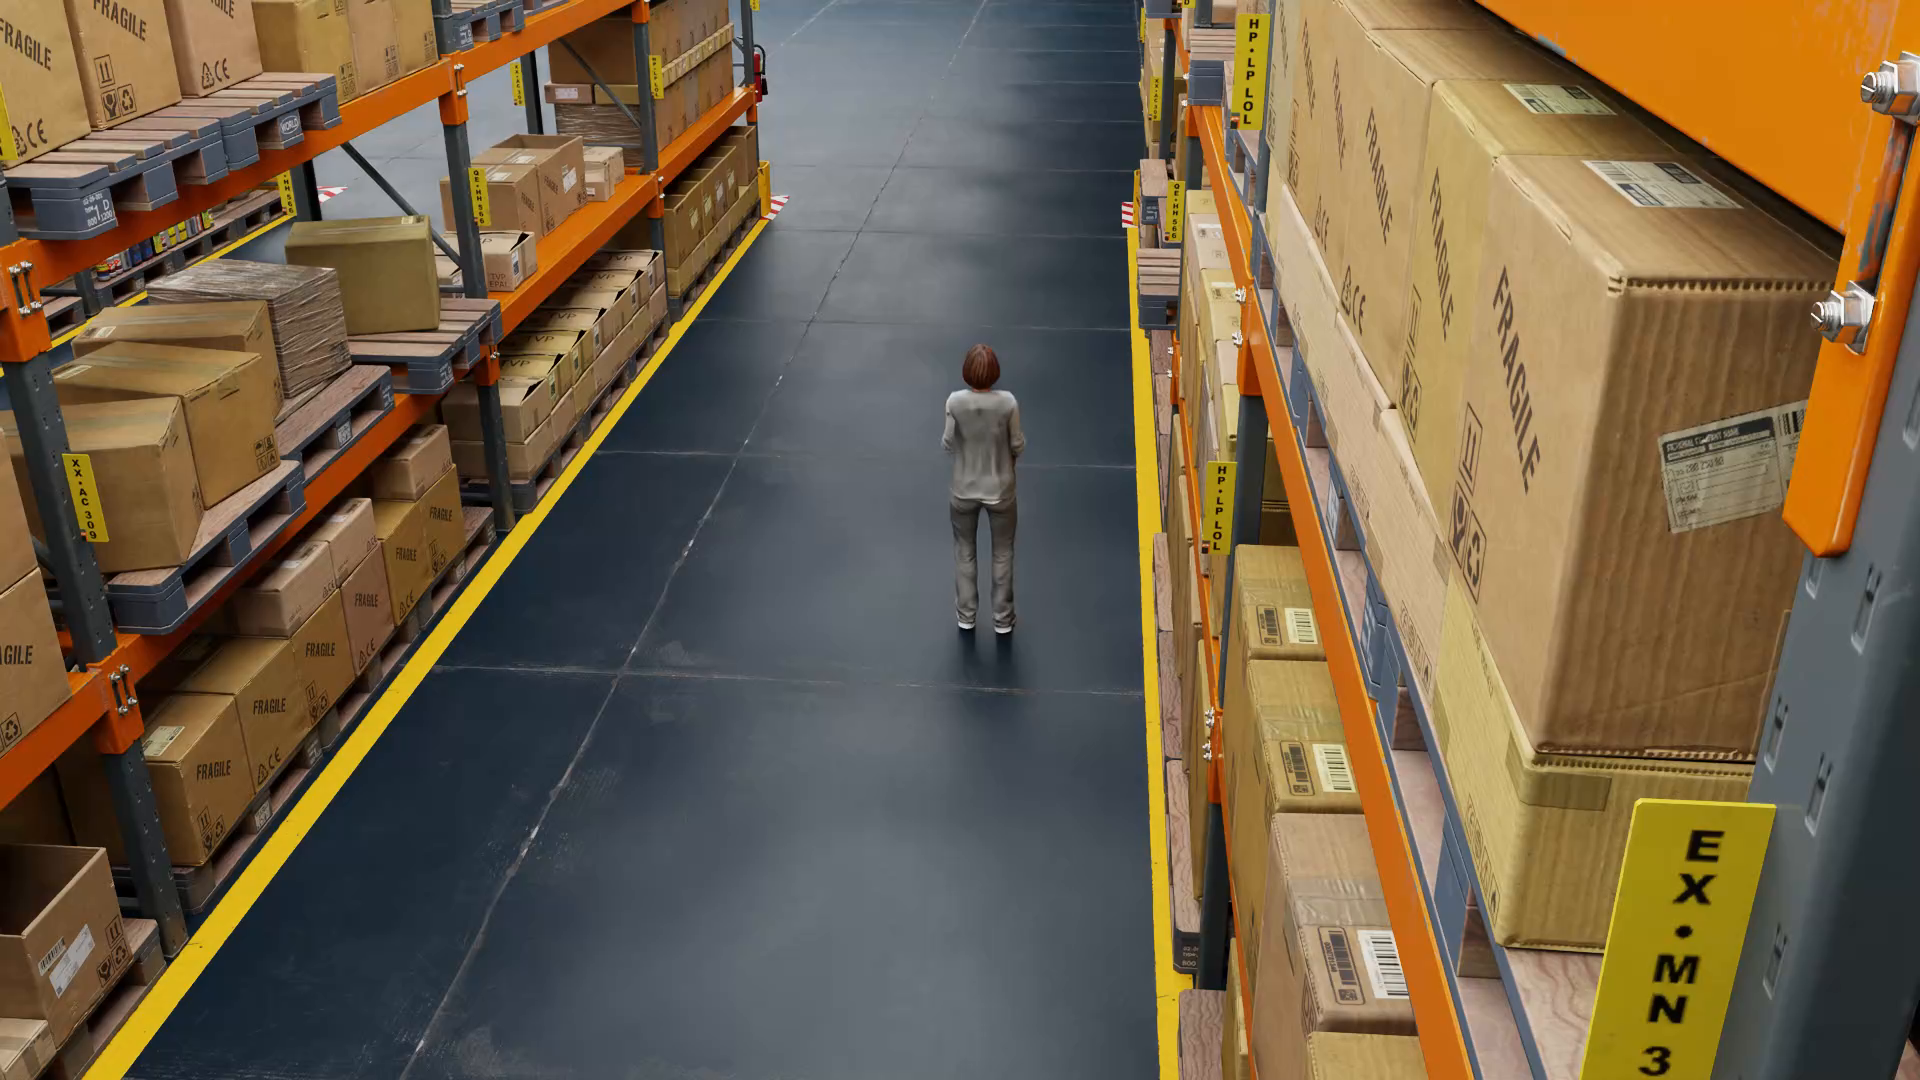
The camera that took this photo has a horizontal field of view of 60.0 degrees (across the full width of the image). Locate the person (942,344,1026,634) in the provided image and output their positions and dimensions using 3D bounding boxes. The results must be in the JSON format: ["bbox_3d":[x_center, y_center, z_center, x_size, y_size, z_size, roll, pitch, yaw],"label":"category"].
[{"bbox_3d":[0.124,-0.286,8.733,0.435,1.595,0.478,2,25,4],"label":"person"}]
